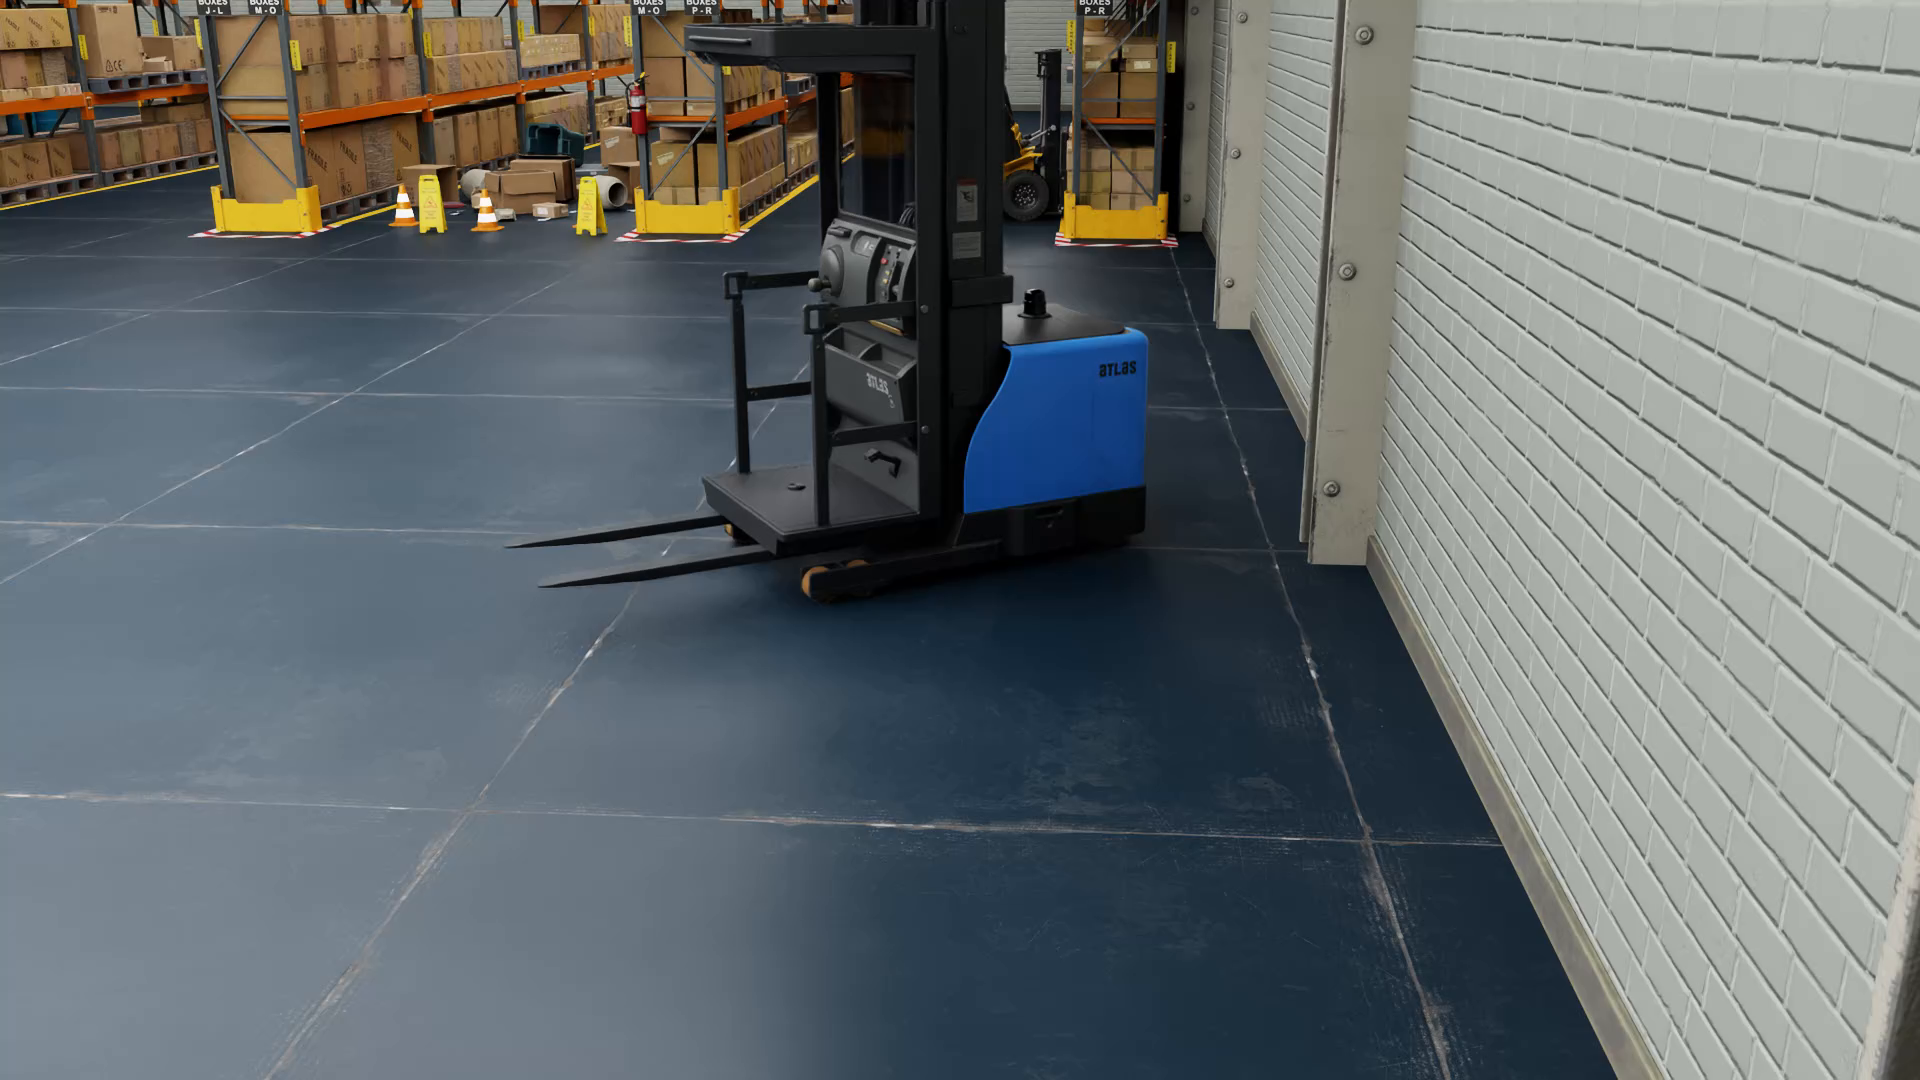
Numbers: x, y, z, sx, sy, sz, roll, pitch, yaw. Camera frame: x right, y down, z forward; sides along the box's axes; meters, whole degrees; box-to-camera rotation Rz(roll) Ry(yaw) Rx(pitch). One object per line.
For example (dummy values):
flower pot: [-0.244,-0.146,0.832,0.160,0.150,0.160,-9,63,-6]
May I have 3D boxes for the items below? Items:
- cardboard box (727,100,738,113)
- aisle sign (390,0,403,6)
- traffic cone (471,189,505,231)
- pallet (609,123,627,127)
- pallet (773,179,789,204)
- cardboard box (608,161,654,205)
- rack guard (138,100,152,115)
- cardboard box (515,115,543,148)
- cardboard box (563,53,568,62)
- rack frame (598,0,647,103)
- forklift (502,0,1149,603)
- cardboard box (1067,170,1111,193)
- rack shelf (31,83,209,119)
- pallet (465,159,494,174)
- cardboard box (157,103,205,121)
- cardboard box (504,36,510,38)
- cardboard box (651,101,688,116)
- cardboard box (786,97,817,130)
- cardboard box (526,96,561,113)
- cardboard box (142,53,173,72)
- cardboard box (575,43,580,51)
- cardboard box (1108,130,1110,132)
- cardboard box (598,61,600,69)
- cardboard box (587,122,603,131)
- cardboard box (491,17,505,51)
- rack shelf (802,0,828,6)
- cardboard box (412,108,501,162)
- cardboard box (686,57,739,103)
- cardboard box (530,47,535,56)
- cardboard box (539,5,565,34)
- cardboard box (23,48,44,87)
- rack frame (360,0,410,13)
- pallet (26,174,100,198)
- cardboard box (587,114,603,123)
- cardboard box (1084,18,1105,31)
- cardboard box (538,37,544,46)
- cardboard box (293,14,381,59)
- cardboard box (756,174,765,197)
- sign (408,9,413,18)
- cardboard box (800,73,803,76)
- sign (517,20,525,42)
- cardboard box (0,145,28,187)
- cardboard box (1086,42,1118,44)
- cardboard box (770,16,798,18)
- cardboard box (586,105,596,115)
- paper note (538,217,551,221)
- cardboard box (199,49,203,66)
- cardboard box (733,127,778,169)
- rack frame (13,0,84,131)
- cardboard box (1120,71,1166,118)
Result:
cardboard box: [-2.843,-5.149,19.723,0.380,0.149,0.250,1,18,2]
aisle sign: [-11.611,-11.450,34.373,0.394,0.787,0.004,1,18,4]
traffic cone: [-5.565,-3.884,19.534,0.336,0.463,0.334,1,18,4]
pallet: [-7.164,-8.078,32.738,1.003,0.211,1.213,1,18,4]
pallet: [-2.904,-4.716,22.476,1.003,0.211,1.213,1,18,4]
cardboard box: [-4.325,-4.761,22.147,0.500,0.500,0.500,17,25,41]
rack guard: [-16.867,-9.129,35.481,1.175,0.500,0.348,1,18,4]
cardboard box: [-7.244,-6.798,27.691,0.500,0.500,0.500,1,18,2]
cardboard box: [-7.149,-8.531,29.369,0.380,0.149,0.250,0,18,1]
rack frame: [-6.975,-10.056,34.297,1.000,3.000,0.127,1,18,4]
forklift: [-0.616,-1.294,7.664,3.031,2.935,1.130,-9,20,-26]
cardboard box: [1.496,-4.187,19.323,0.500,0.250,0.500,1,18,3]
rack shelf: [-12.632,-6.751,25.364,1.077,0.370,4.000,1,18,4]
pallet: [-7.771,-5.626,25.253,1.003,0.211,1.213,1,18,4]
cardboard box: [-12.507,-6.883,26.714,0.500,0.250,0.500,2,18,6]
cardboard box: [-7.876,-8.499,28.316,0.380,0.149,0.250,2,18,7]
cardboard box: [-3.364,-5.010,19.298,0.380,0.149,0.250,2,18,6]
cardboard box: [-2.472,-6.895,27.387,0.875,0.875,0.875,1,18,3]
cardboard box: [-7.173,-7.460,28.507,0.500,0.250,0.500,1,18,4]
cardboard box: [-12.339,-7.326,25.504,0.396,0.266,0.258,1,18,2]
cardboard box: [-7.094,-8.908,30.042,0.380,0.149,0.250,2,18,6]
cardboard box: [2.218,-5.352,22.074,0.500,0.250,0.500,2,18,5]
cardboard box: [-7.004,-8.941,31.297,0.380,0.149,0.250,0,18,1]
cardboard box: [-6.916,-7.765,31.207,0.380,0.149,0.250,0,18,2]
cardboard box: [-7.591,-7.955,26.118,0.700,0.500,0.500,1,18,4]
rack shelf: [-2.461,-9.197,28.013,1.077,0.370,4.000,1,18,4]
cardboard box: [-7.742,-6.244,25.599,1.050,0.750,0.750,2,18,5]
cardboard box: [-2.867,-5.338,19.258,0.500,0.500,0.500,1,18,3]
cardboard box: [-7.281,-8.106,27.596,0.380,0.149,0.250,1,18,2]
cardboard box: [-7.498,-9.630,30.752,0.500,0.500,0.500,1,18,2]
cardboard box: [-12.940,-6.368,22.400,0.875,0.500,0.500,1,18,4]
rack frame: [-11.915,-10.199,34.730,1.000,3.000,0.127,1,18,4]
pallet: [-12.788,-4.937,23.151,1.003,0.211,1.213,1,18,4]
cardboard box: [-6.917,-7.906,31.159,0.380,0.149,0.250,2,18,6]
cardboard box: [2.512,-9.693,31.747,0.500,0.500,0.500,2,18,5]
cardboard box: [-7.247,-8.400,28.014,0.380,0.149,0.250,2,18,6]
cardboard box: [-7.996,-6.462,21.352,0.875,0.550,0.550,1,18,4]
cardboard box: [-2.774,-4.473,21.000,0.500,0.250,0.500,3,18,8]
sign: [-11.375,-10.845,34.463,0.100,0.325,0.005,1,18,4]
cardboard box: [-2.486,-6.818,24.142,0.380,0.149,0.250,1,18,4]
sign: [-6.995,-8.111,26.499,0.100,0.325,0.005,1,18,4]
cardboard box: [-12.844,-4.987,22.166,0.500,0.500,0.500,0,18,-1]
cardboard box: [1.659,-5.746,19.463,0.380,0.149,0.250,1,18,4]
cardboard box: [-2.828,-8.182,26.809,0.500,0.500,0.500,1,18,2]
cardboard box: [-7.031,-8.044,31.104,0.380,0.149,0.250,2,18,6]
paper note: [-5.095,-3.935,20.384,0.148,0.019,0.142,-5,19,-15]
cardboard box: [-12.701,-7.920,27.617,0.500,0.500,0.500,2,18,6]
cardboard box: [-2.701,-5.152,21.866,0.500,0.500,0.500,2,18,5]
rack frame: [-17.142,-9.067,31.276,1.000,3.000,0.127,1,18,4]
cardboard box: [2.086,-5.094,18.990,0.500,0.500,0.500,2,18,6]
